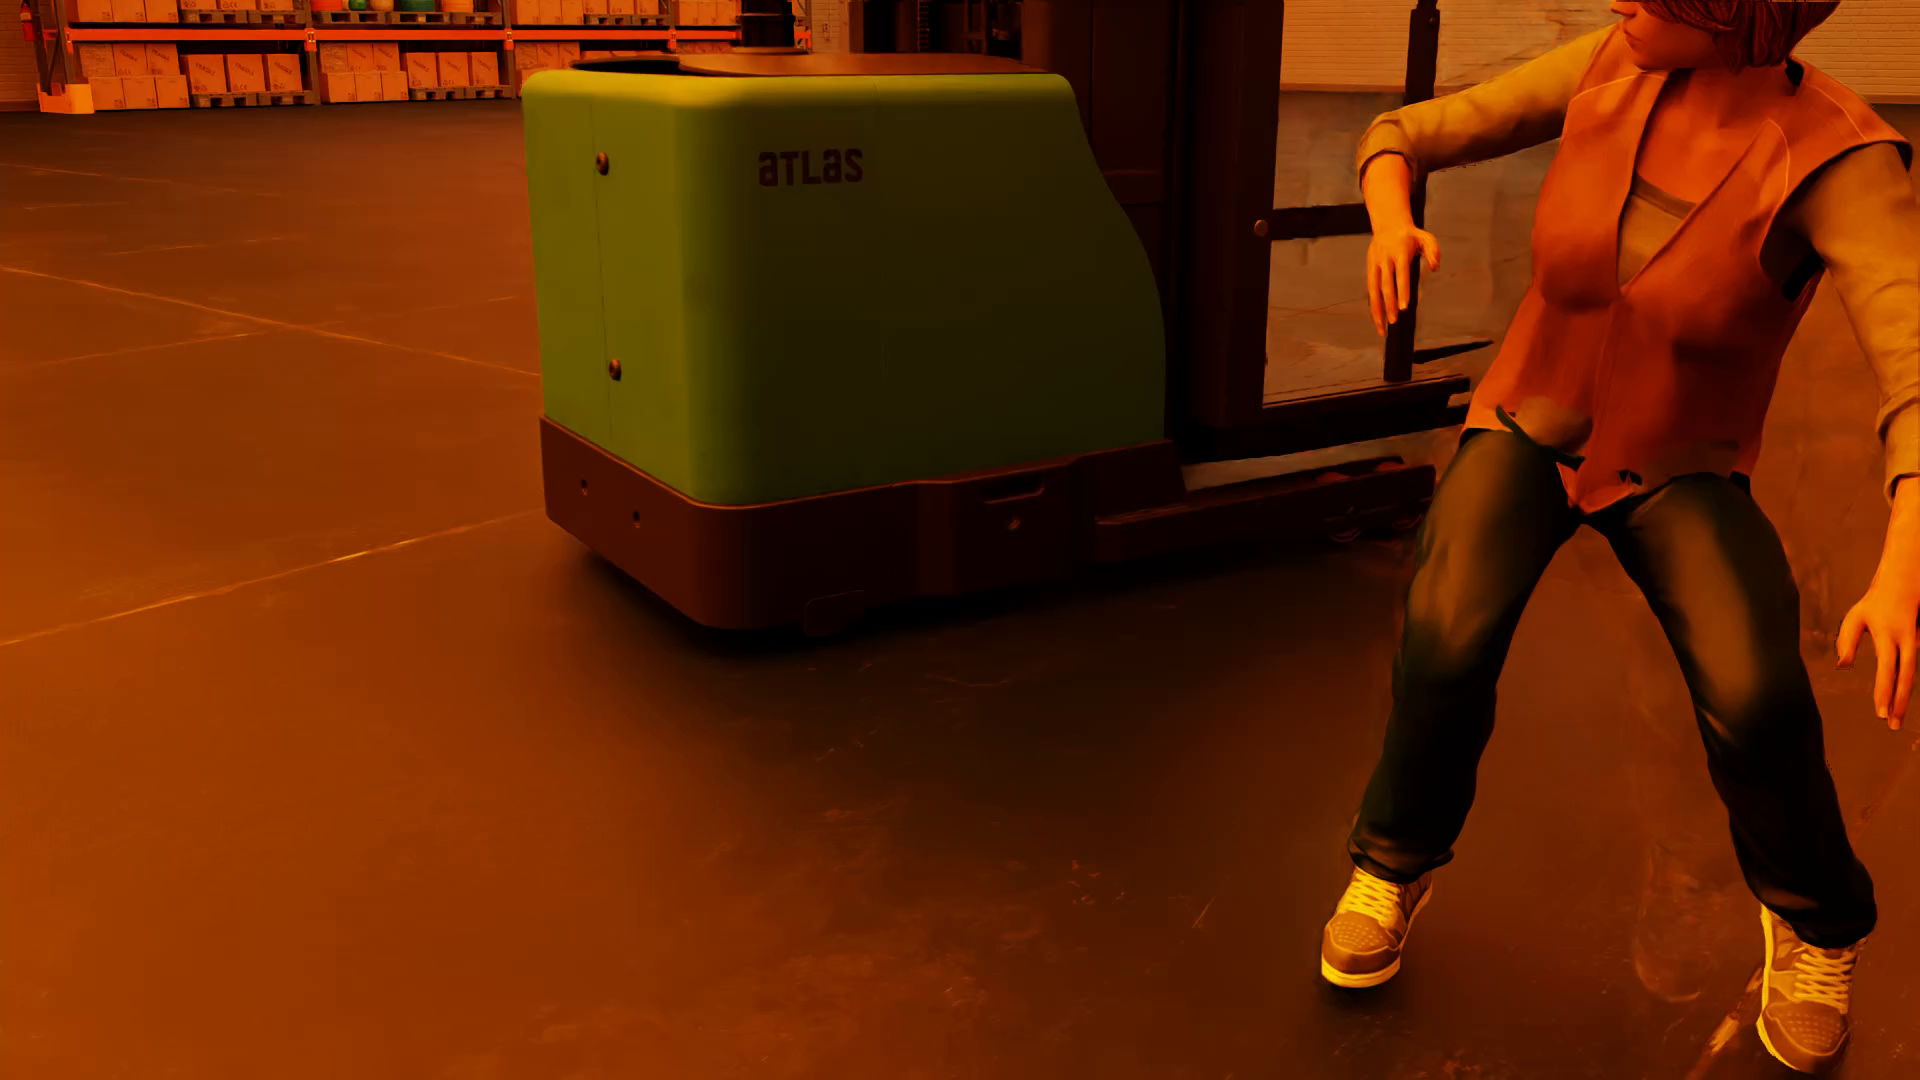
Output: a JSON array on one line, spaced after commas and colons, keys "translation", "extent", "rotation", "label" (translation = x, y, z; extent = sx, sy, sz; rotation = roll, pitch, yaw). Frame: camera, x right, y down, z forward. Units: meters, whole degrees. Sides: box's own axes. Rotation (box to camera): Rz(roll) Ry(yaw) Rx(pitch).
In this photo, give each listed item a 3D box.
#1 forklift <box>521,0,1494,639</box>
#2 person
[{"translation": [0.549, -1.515, 3.886], "extent": [3.031, 2.935, 1.130], "rotation": [-10, 20, -31], "label": "forklift"}, {"translation": [0.706, -0.043, 1.831], "extent": [0.686, 1.350, 0.811], "rotation": [9, 19, 28], "label": "person"}]
